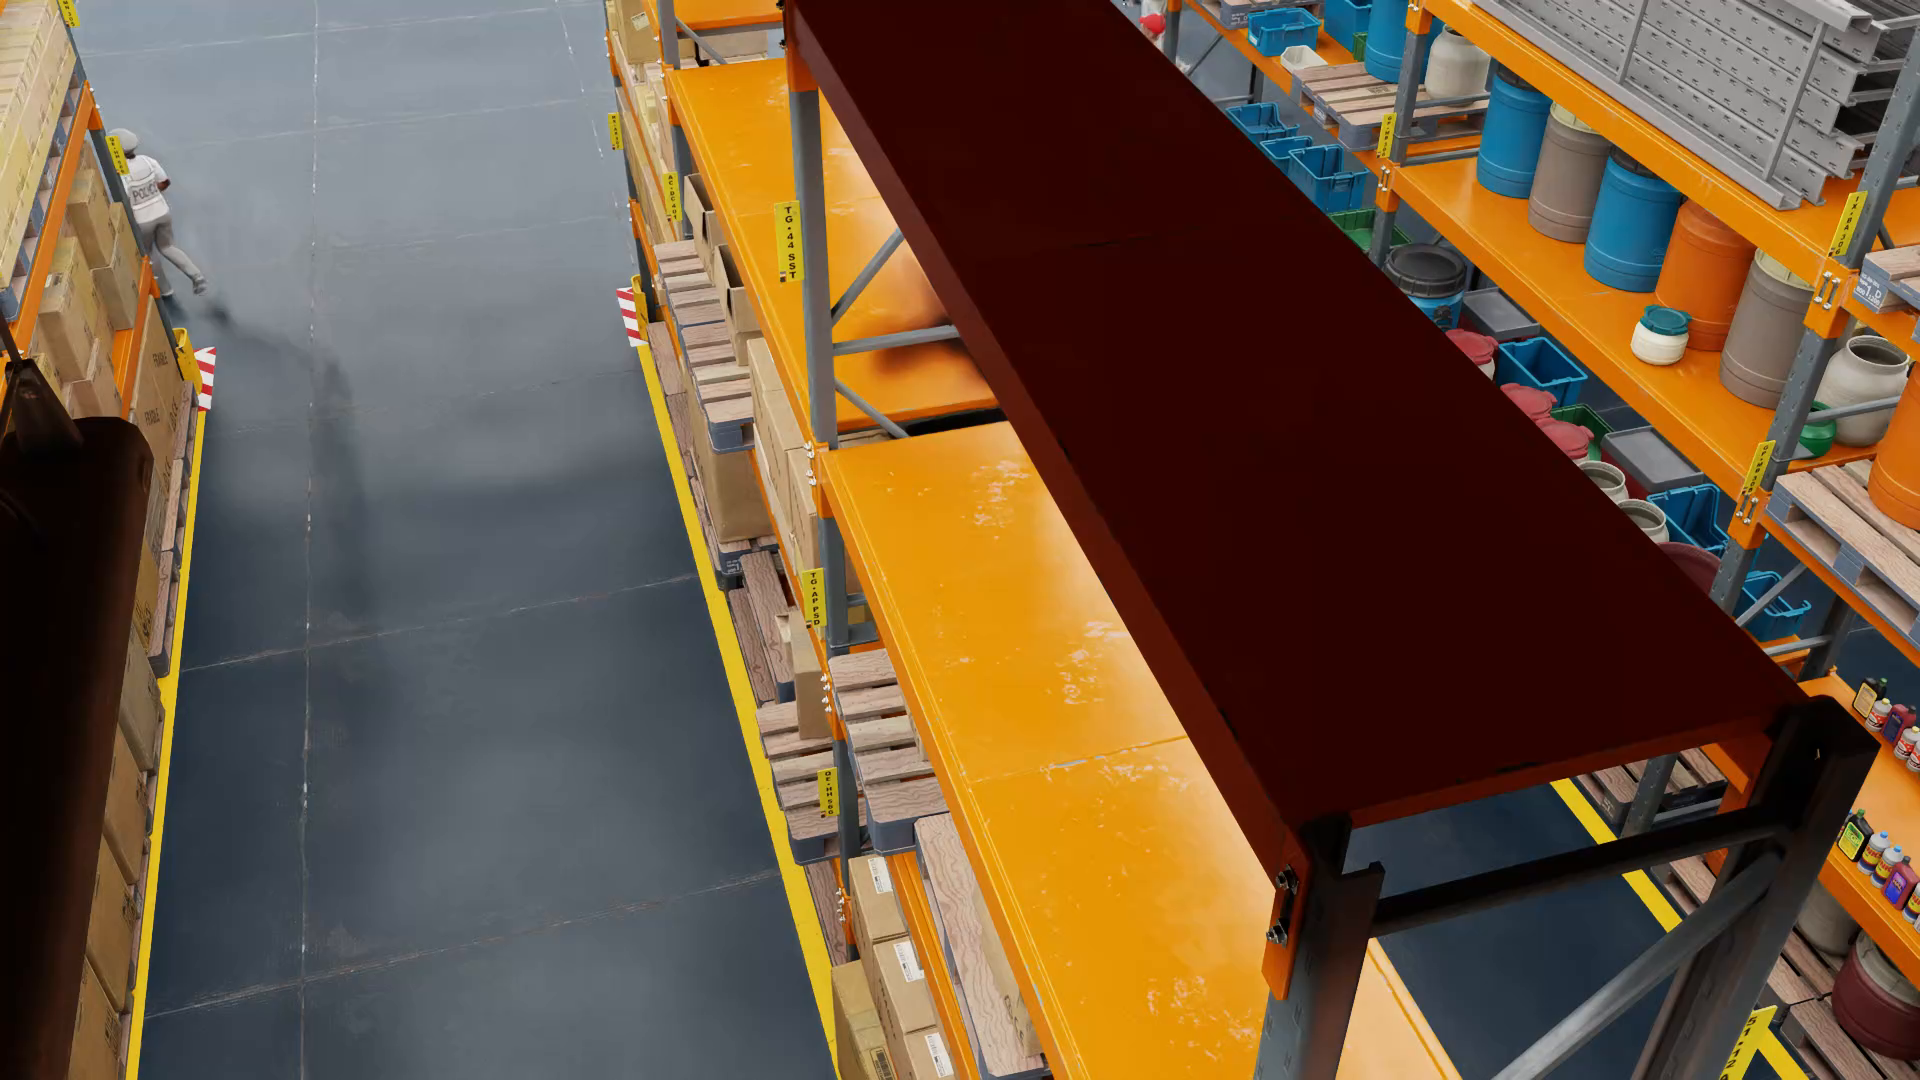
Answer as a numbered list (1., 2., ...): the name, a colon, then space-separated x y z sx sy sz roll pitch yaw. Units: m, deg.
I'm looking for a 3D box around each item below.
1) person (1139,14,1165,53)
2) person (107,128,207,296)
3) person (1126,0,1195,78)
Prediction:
1. person: 1.873 -4.575 17.158 0.650 1.762 0.678 17 41 20
2. person: -7.387 -2.924 15.178 0.731 1.696 0.603 21 43 24
3. person: 2.204 -5.779 18.705 0.962 1.775 0.667 5 39 6
